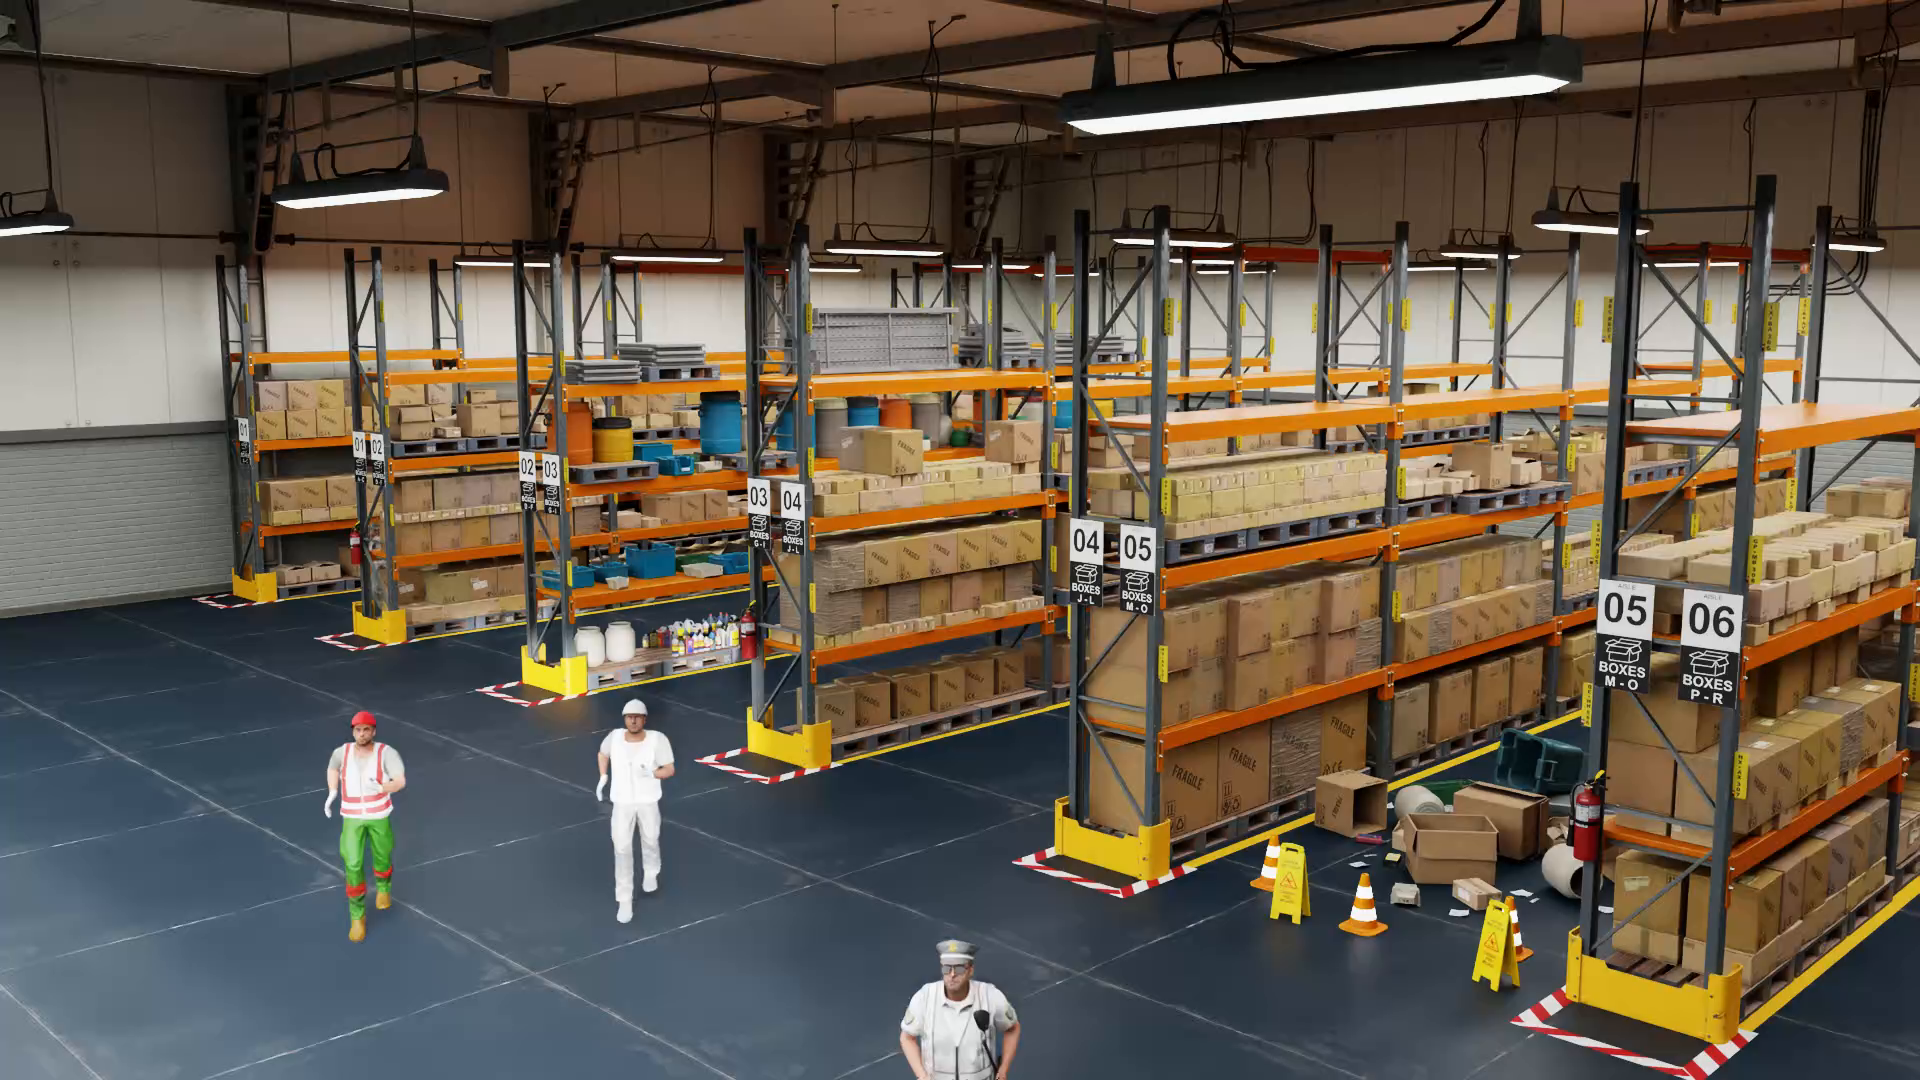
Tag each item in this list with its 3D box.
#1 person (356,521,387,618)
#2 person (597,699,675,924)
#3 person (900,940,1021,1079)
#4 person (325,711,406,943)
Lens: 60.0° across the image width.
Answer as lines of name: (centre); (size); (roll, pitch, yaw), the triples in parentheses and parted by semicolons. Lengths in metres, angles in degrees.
person: (-9.569, 0.505, 27.237); (0.635, 1.646, 0.550); (7, 11, 41)
person: (-2.774, 2.258, 14.254); (0.673, 1.821, 0.863); (-1, 8, -7)
person: (0.004, 3.022, 9.214); (0.668, 1.781, 0.782); (0, 8, 1)
person: (-4.933, 2.319, 13.822); (0.655, 1.829, 0.820); (-2, 8, -15)
